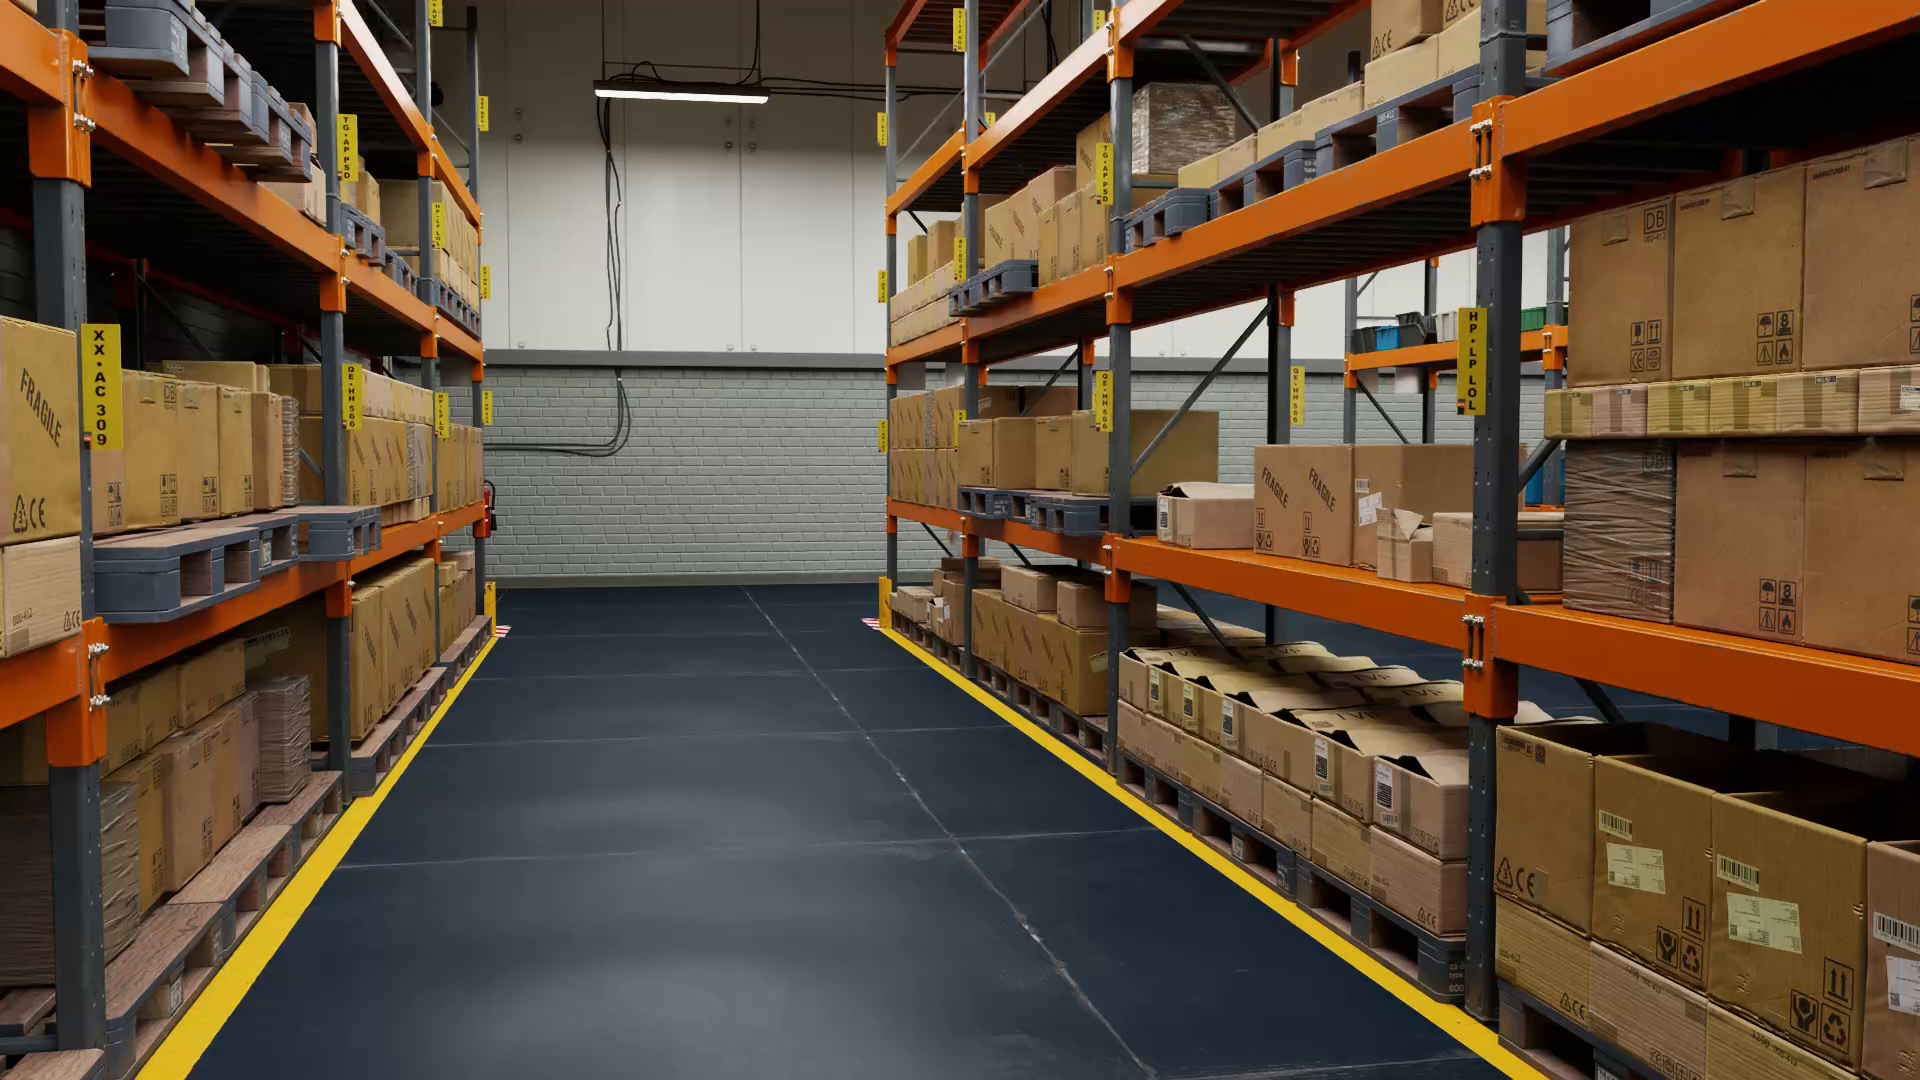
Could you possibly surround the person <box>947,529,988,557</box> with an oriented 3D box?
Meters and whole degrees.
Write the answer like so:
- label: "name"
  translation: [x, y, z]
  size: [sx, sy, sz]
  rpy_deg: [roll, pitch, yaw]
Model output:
- label: "person"
  translation: [0.094, -0.107, 19.103]
  size: [0.526, 1.765, 0.393]
  rpy_deg: [-1, 3, -10]
